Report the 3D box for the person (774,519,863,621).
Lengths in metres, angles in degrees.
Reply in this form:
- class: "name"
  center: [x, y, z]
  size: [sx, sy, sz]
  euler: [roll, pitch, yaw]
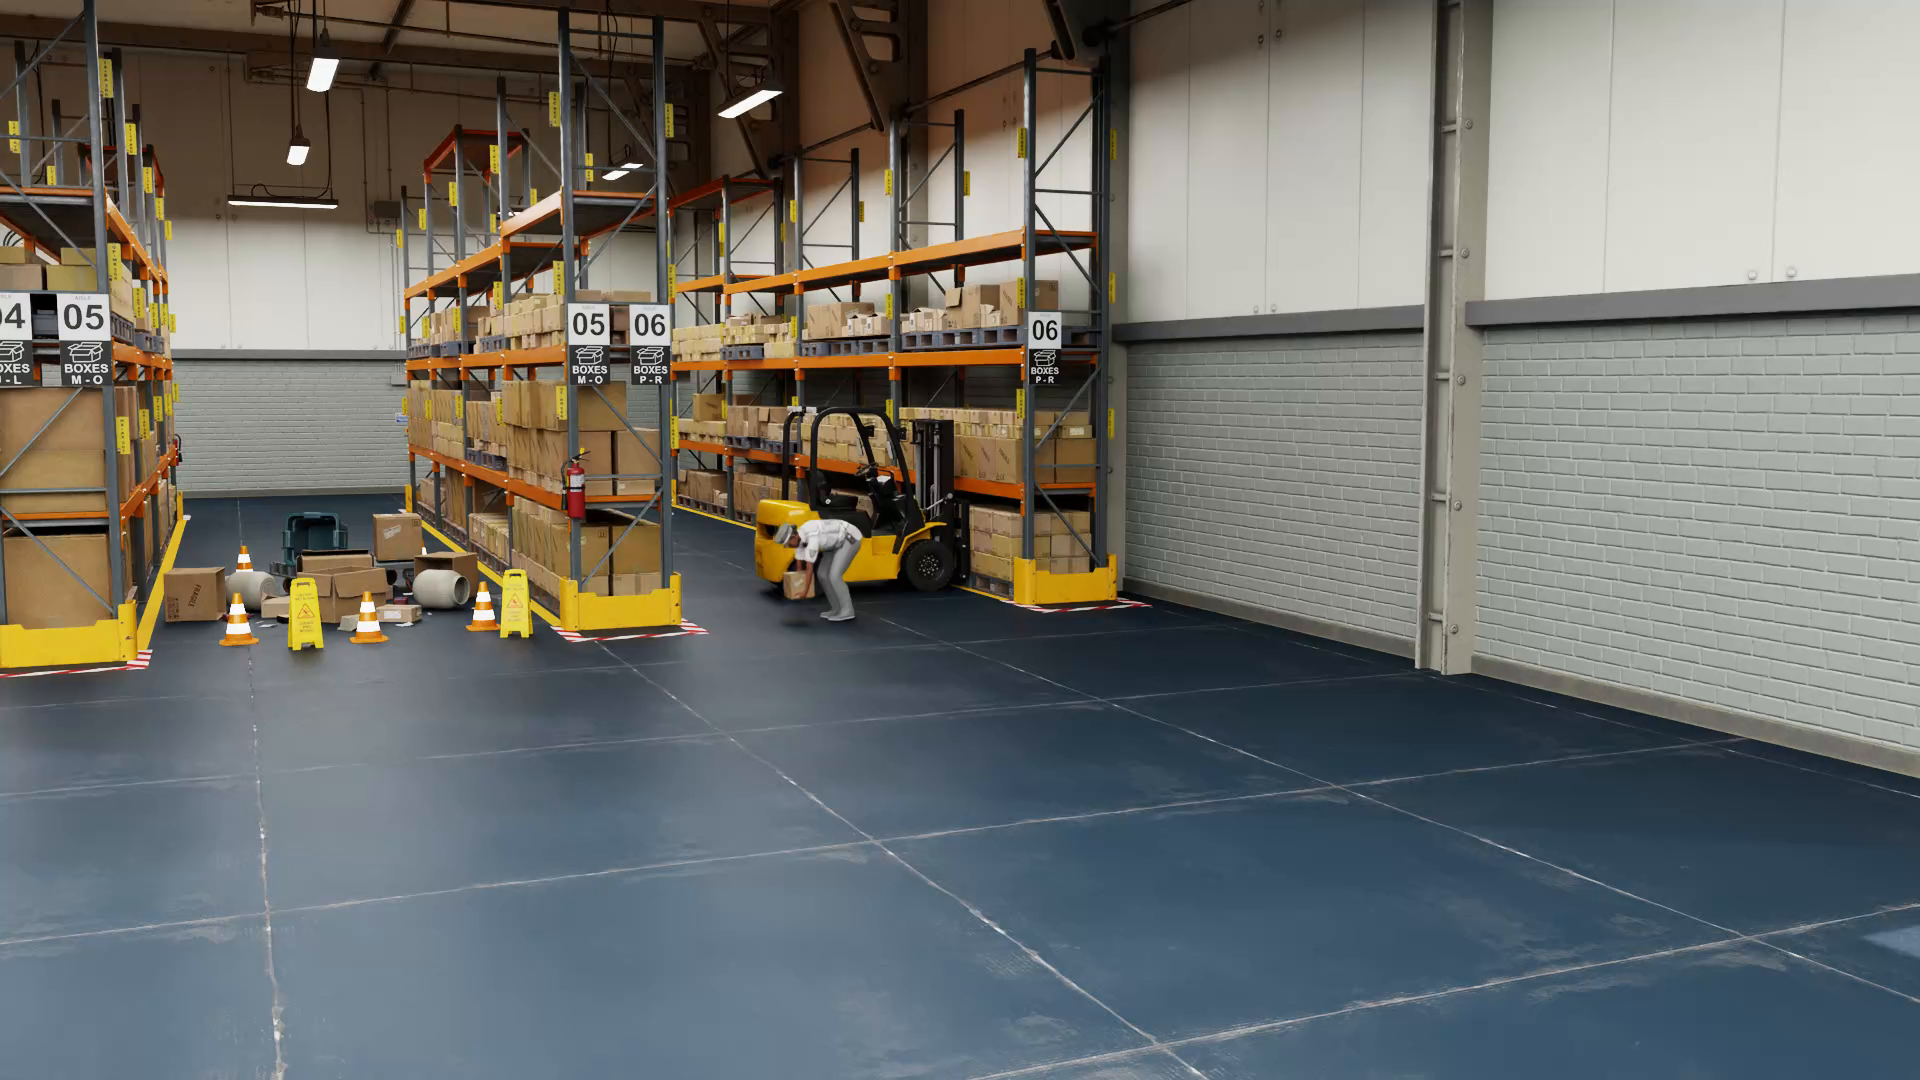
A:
- class: "person"
  center: [-1.459, 0.311, 17.049]
  size: [0.941, 1.039, 0.434]
  euler: [-3, 6, -26]
